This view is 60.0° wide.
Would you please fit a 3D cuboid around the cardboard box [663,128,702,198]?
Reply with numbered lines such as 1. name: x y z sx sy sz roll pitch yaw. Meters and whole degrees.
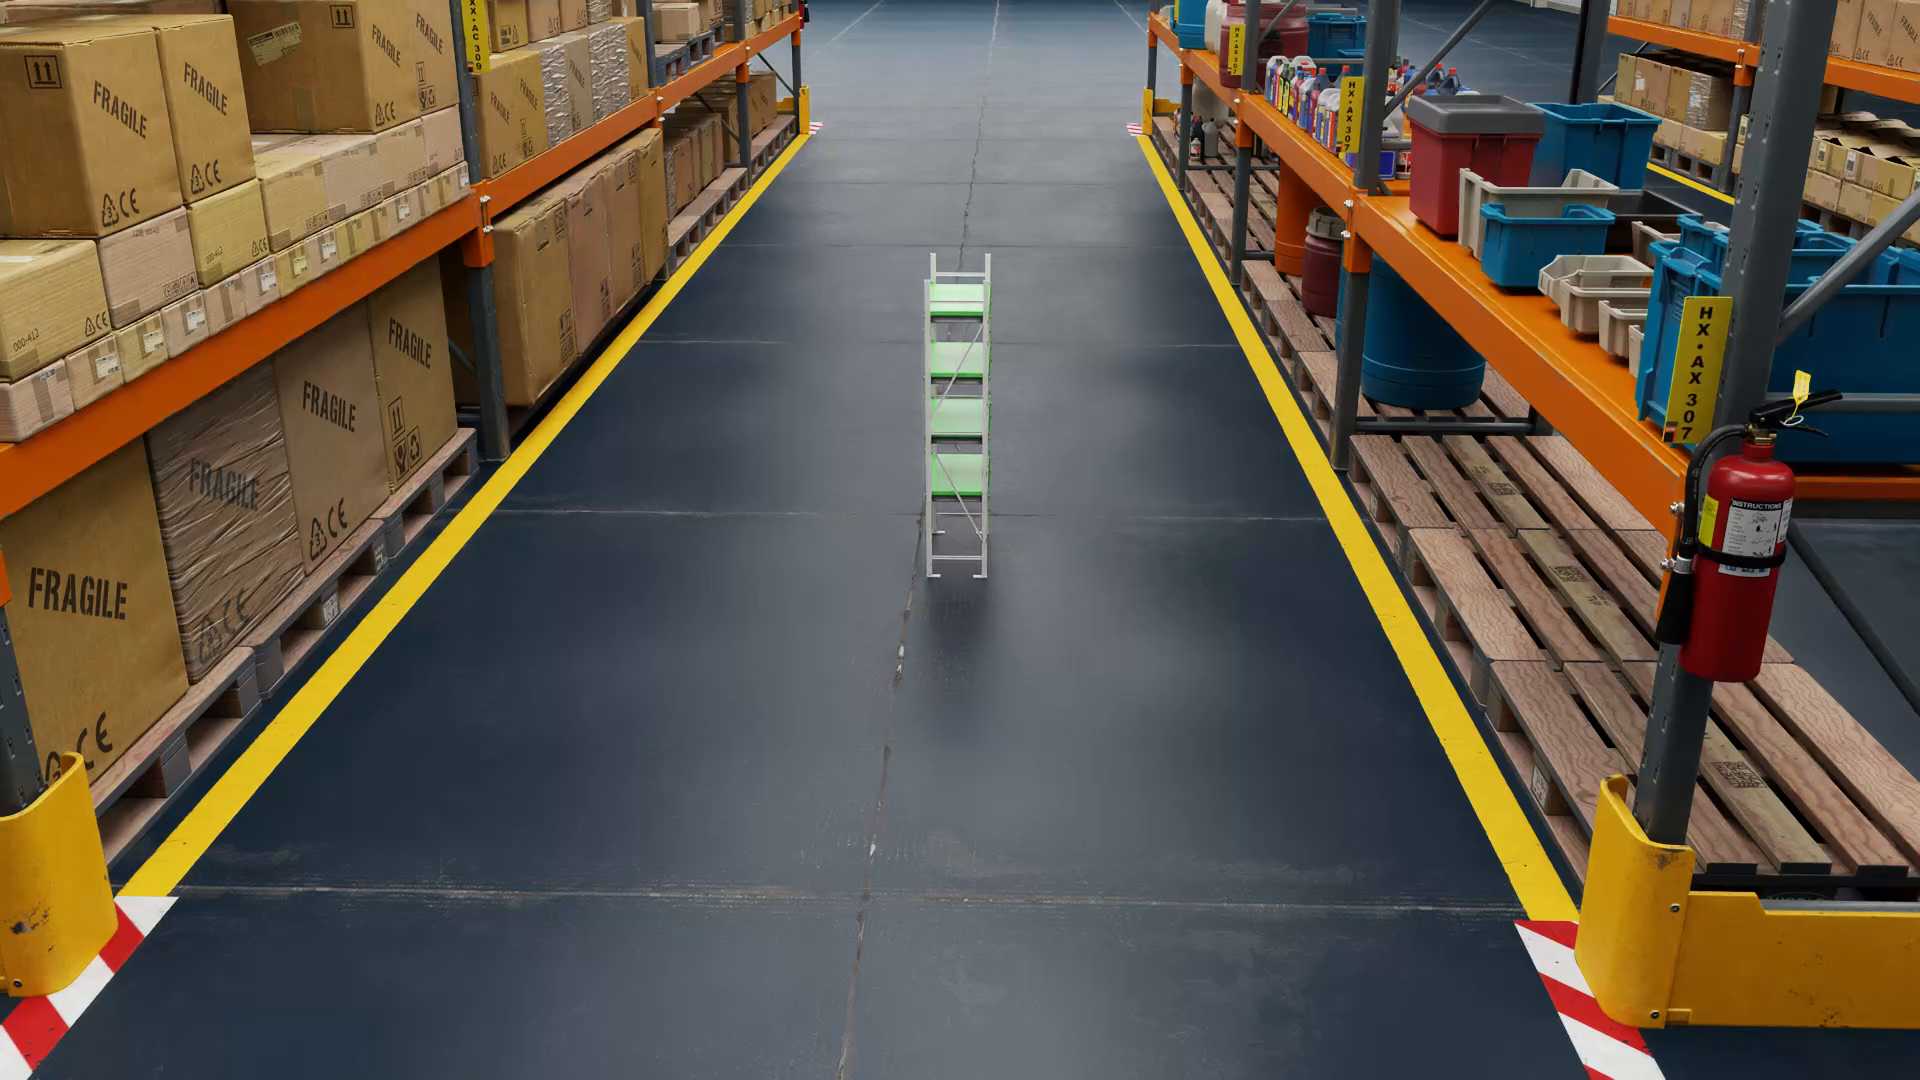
1. cardboard box: -2.530 -3.126 13.786 0.700 0.500 0.500 -1 21 -3

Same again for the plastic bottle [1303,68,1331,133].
1. plastic bottle: 2.002 -2.447 9.256 0.144 0.351 0.185 1 21 2

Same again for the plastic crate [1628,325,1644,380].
1. plastic crate: 1.989 -0.491 4.429 0.396 0.136 0.243 1 21 2

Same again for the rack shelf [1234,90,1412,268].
1. rack shelf: 2.328 -2.123 9.349 1.077 0.370 4.000 1 21 2

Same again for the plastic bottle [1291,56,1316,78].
1. plastic bottle: 2.205 -2.969 10.706 0.152 0.276 0.135 1 21 2

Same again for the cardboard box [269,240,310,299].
1. cardboard box: -2.419 -0.907 5.568 0.380 0.149 0.250 0 21 0

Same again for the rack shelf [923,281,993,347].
1. rack shelf: -0.005 -0.887 6.507 0.258 0.148 0.480 1 21 2

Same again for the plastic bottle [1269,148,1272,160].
1. plastic bottle: 2.962 -3.676 15.616 0.097 0.201 0.097 0 21 0

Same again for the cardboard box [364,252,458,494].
1. cardboard box: -2.783 -0.757 7.191 0.875 0.875 0.875 1 21 2

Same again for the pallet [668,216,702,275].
1. pallet: -2.537 -2.219 12.455 1.003 0.211 1.213 1 21 2

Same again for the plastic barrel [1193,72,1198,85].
1. plastic barrel: 2.689 -4.871 18.296 0.421 0.512 0.421 0 21 0

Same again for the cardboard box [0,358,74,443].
1. cardboard box: -2.464 -0.351 4.135 0.380 0.149 0.250 1 21 2

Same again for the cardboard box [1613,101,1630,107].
1. cardboard box: 7.333 -4.560 17.855 0.500 0.250 0.500 1 21 2

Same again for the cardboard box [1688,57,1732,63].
1. cardboard box: 7.849 -4.723 17.239 0.500 0.500 0.500 1 21 2

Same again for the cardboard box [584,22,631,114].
1. cardboard box: -2.350 -2.921 10.273 0.500 0.500 0.500 0 21 1

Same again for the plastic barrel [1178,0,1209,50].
1. plastic barrel: 2.196 -4.725 14.368 0.600 0.901 0.708 1 21 2

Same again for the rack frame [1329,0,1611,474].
1. rack frame: 2.267 -1.735 7.355 1.000 3.000 0.127 1 21 2

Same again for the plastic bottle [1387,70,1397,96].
1. plastic bottle: 2.781 -2.897 10.622 0.097 0.201 0.097 0 21 0

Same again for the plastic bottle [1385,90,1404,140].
1. plastic bottle: 2.112 -2.047 8.226 0.144 0.351 0.185 1 21 2

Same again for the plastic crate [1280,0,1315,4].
1. plastic crate: 2.802 -4.479 14.338 0.402 0.464 0.583 1 21 2

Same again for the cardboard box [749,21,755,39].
1. cardboard box: -2.112 -4.730 15.420 0.380 0.149 0.250 1 21 2

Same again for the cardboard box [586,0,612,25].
1. cardboard box: -2.600 -3.486 10.342 0.797 0.503 0.637 1 21 3

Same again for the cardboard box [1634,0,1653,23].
1. cardboard box: 7.545 -5.706 17.451 0.700 0.500 0.500 1 21 3

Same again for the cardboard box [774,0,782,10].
1. cardboard box: -2.316 -5.753 17.160 0.875 0.500 0.500 1 21 2

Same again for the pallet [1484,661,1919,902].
1. pallet: 2.209 0.713 4.899 1.003 0.211 1.213 1 21 2

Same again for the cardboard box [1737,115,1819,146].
1. cardboard box: 7.200 -3.601 14.608 0.500 0.311 0.500 1 21 2

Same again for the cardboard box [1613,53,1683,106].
1. cardboard box: 7.331 -4.910 17.720 0.500 0.500 0.500 1 21 2

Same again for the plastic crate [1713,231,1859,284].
1. plastic crate: 2.522 -0.801 5.095 0.416 0.233 0.300 1 21 2

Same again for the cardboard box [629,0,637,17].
1. cardboard box: -2.668 -3.877 12.156 0.700 0.500 0.500 4 22 10

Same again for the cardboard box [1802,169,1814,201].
1. cardboard box: 7.172 -2.971 13.759 0.500 0.250 0.500 0 21 0

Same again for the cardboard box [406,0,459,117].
1. cardboard box: -2.430 -2.039 6.897 0.500 0.500 0.500 1 21 3

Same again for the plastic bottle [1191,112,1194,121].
1. plastic bottle: 2.258 -4.020 16.297 0.144 0.351 0.185 1 21 1

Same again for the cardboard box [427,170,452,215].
1. cardboard box: -2.373 -1.466 7.007 0.380 0.149 0.250 1 21 3

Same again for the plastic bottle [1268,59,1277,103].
1. plastic bottle: 2.022 -2.927 10.604 0.097 0.271 0.097 0 21 0

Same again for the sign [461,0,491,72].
1. sign: -2.129 -2.225 7.310 0.100 0.325 0.005 1 21 2

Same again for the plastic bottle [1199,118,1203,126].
1. plastic bottle: 2.361 -3.997 16.331 0.061 0.283 0.133 1 21 2

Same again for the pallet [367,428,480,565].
1. pallet: -2.785 -0.216 7.293 1.003 0.211 1.213 1 21 2

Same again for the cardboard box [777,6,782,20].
1. cardboard box: -2.108 -5.635 17.752 0.380 0.149 0.250 1 21 2

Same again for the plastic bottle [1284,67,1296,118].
1. plastic bottle: 1.982 -2.676 9.940 0.061 0.283 0.133 1 21 2

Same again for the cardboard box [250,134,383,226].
1. cardboard box: -2.463 -1.324 6.092 0.500 0.250 0.500 1 21 3

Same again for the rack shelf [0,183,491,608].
1. rack shelf: -2.744 -0.731 5.762 1.077 0.370 4.000 1 21 2

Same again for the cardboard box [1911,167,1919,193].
1. cardboard box: 7.110 -2.493 11.753 0.500 0.311 0.500 1 21 3

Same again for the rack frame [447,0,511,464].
1. rack frame: -2.683 -1.790 7.495 1.000 3.000 0.127 1 21 2

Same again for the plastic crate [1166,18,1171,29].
1. plastic crate: 2.307 -5.095 16.378 0.530 0.136 0.437 1 21 2

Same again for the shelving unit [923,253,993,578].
1. shelving unit: -0.005 -0.500 6.658 0.258 1.200 0.503 1 21 2

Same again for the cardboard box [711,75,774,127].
1. cardboard box: -2.338 -4.717 17.914 0.500 0.500 0.500 6 22 16

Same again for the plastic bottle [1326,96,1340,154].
1. plastic bottle: 1.983 -2.138 8.564 0.152 0.276 0.135 1 21 2

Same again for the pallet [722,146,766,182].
1. pallet: -2.455 -3.626 16.081 1.003 0.211 1.213 1 21 2

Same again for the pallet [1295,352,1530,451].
1. pallet: 2.332 -0.714 8.577 1.003 0.211 1.213 1 21 2

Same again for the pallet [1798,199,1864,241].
1. pallet: 7.444 -2.563 13.343 1.003 0.211 1.213 1 21 2
